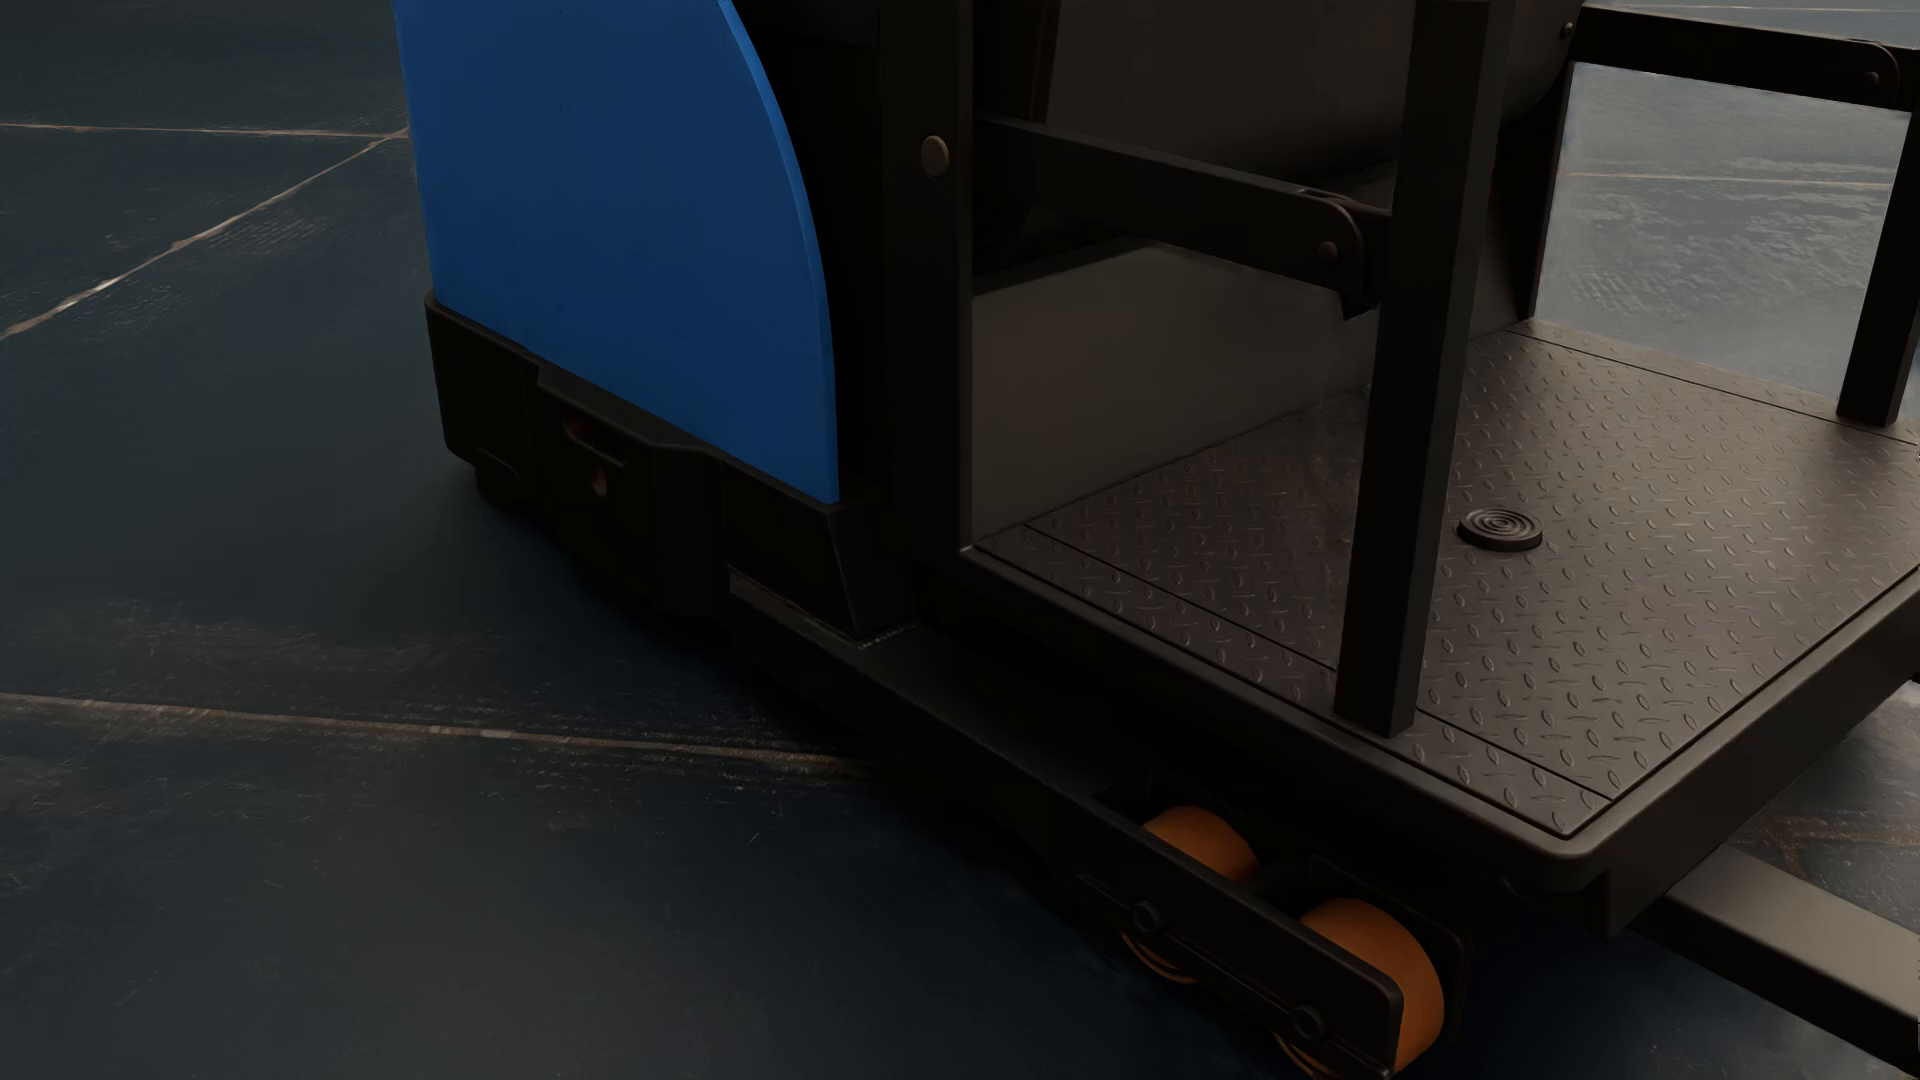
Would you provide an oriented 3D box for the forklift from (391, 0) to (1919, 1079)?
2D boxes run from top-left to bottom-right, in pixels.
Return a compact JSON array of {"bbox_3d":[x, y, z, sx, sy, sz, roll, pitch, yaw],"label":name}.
[{"bbox_3d":[0.534,-1.074,1.369,1.130,2.935,3.031,-22,34,-37],"label":"forklift"}]
